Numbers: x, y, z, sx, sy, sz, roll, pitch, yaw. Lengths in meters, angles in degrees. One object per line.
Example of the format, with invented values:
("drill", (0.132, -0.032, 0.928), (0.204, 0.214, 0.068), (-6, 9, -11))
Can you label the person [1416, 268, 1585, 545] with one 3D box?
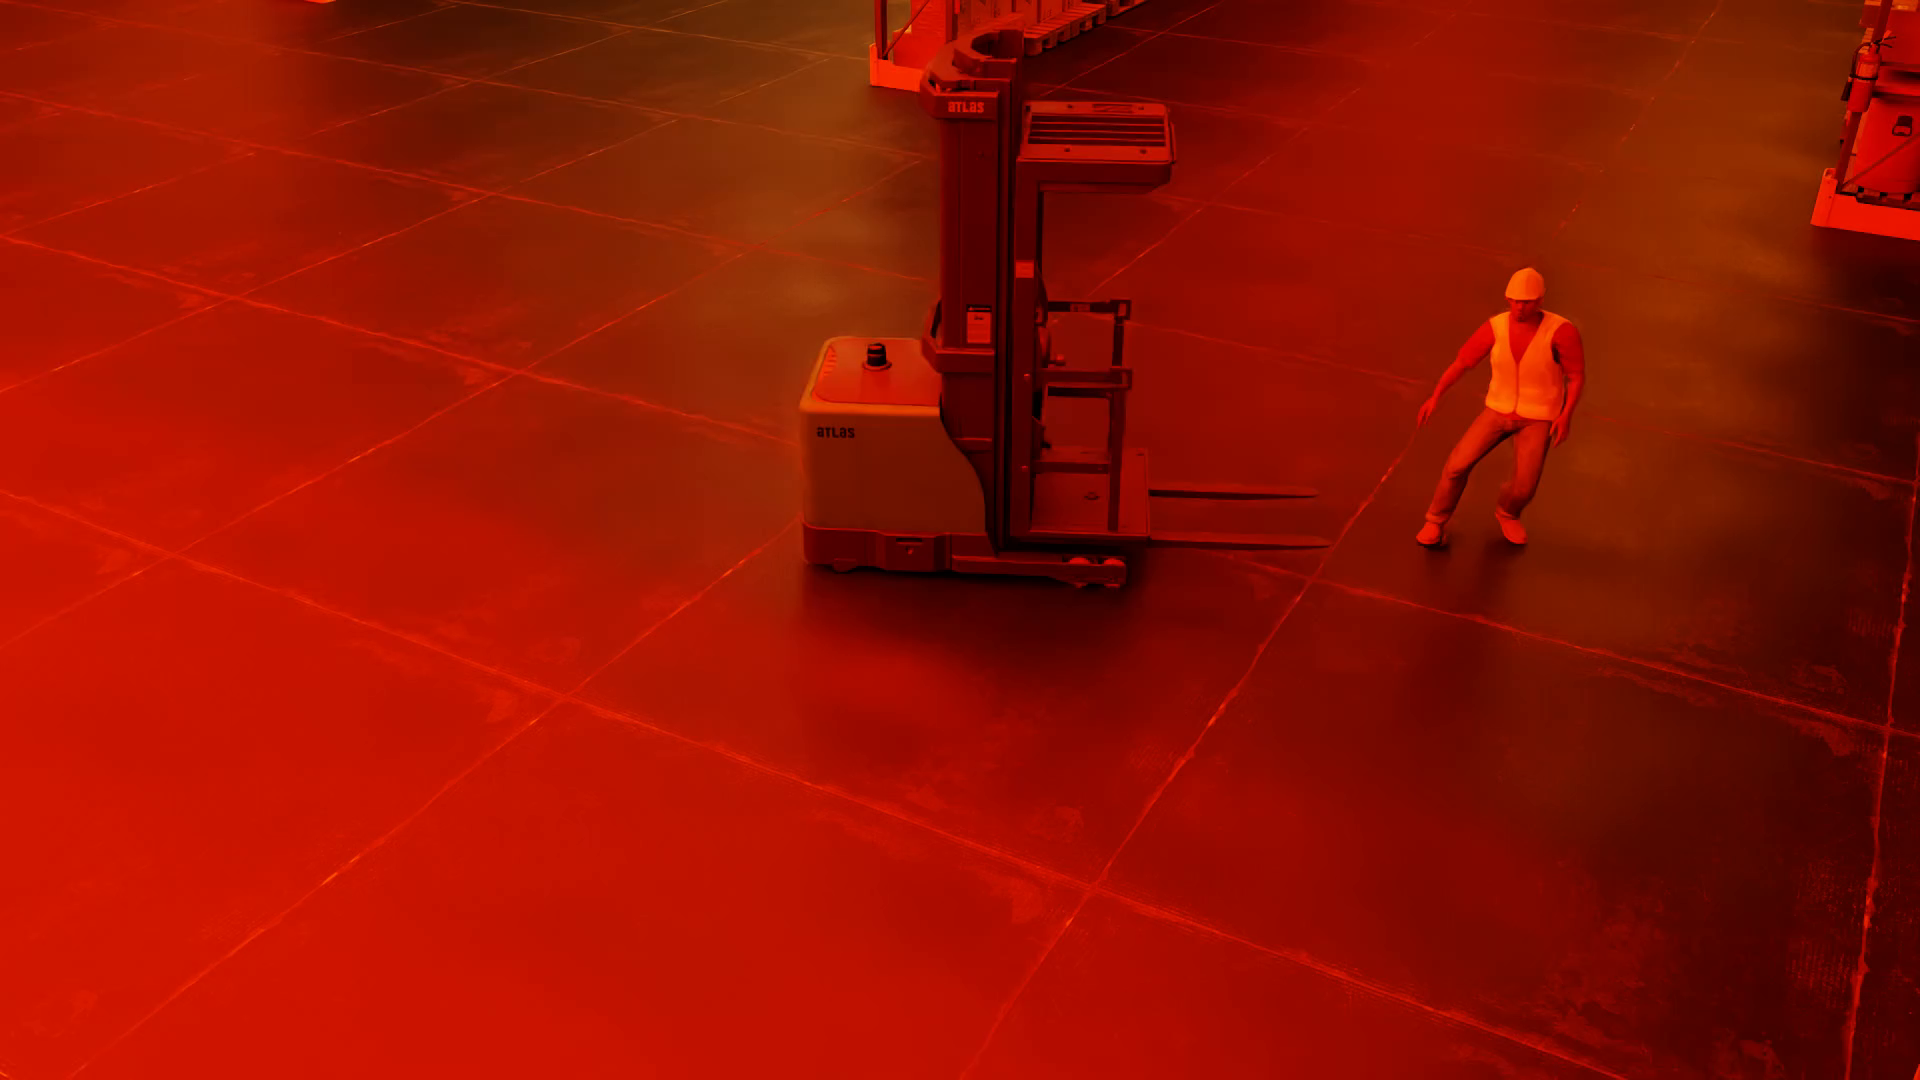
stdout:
("person", (3.114, -0.734, 9.613), (0.844, 1.670, 0.628), (19, 35, 29))

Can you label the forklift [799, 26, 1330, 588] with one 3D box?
("forklift", (0.635, -1.270, 9.272), (3.031, 2.935, 1.130), (2, 30, 4))
